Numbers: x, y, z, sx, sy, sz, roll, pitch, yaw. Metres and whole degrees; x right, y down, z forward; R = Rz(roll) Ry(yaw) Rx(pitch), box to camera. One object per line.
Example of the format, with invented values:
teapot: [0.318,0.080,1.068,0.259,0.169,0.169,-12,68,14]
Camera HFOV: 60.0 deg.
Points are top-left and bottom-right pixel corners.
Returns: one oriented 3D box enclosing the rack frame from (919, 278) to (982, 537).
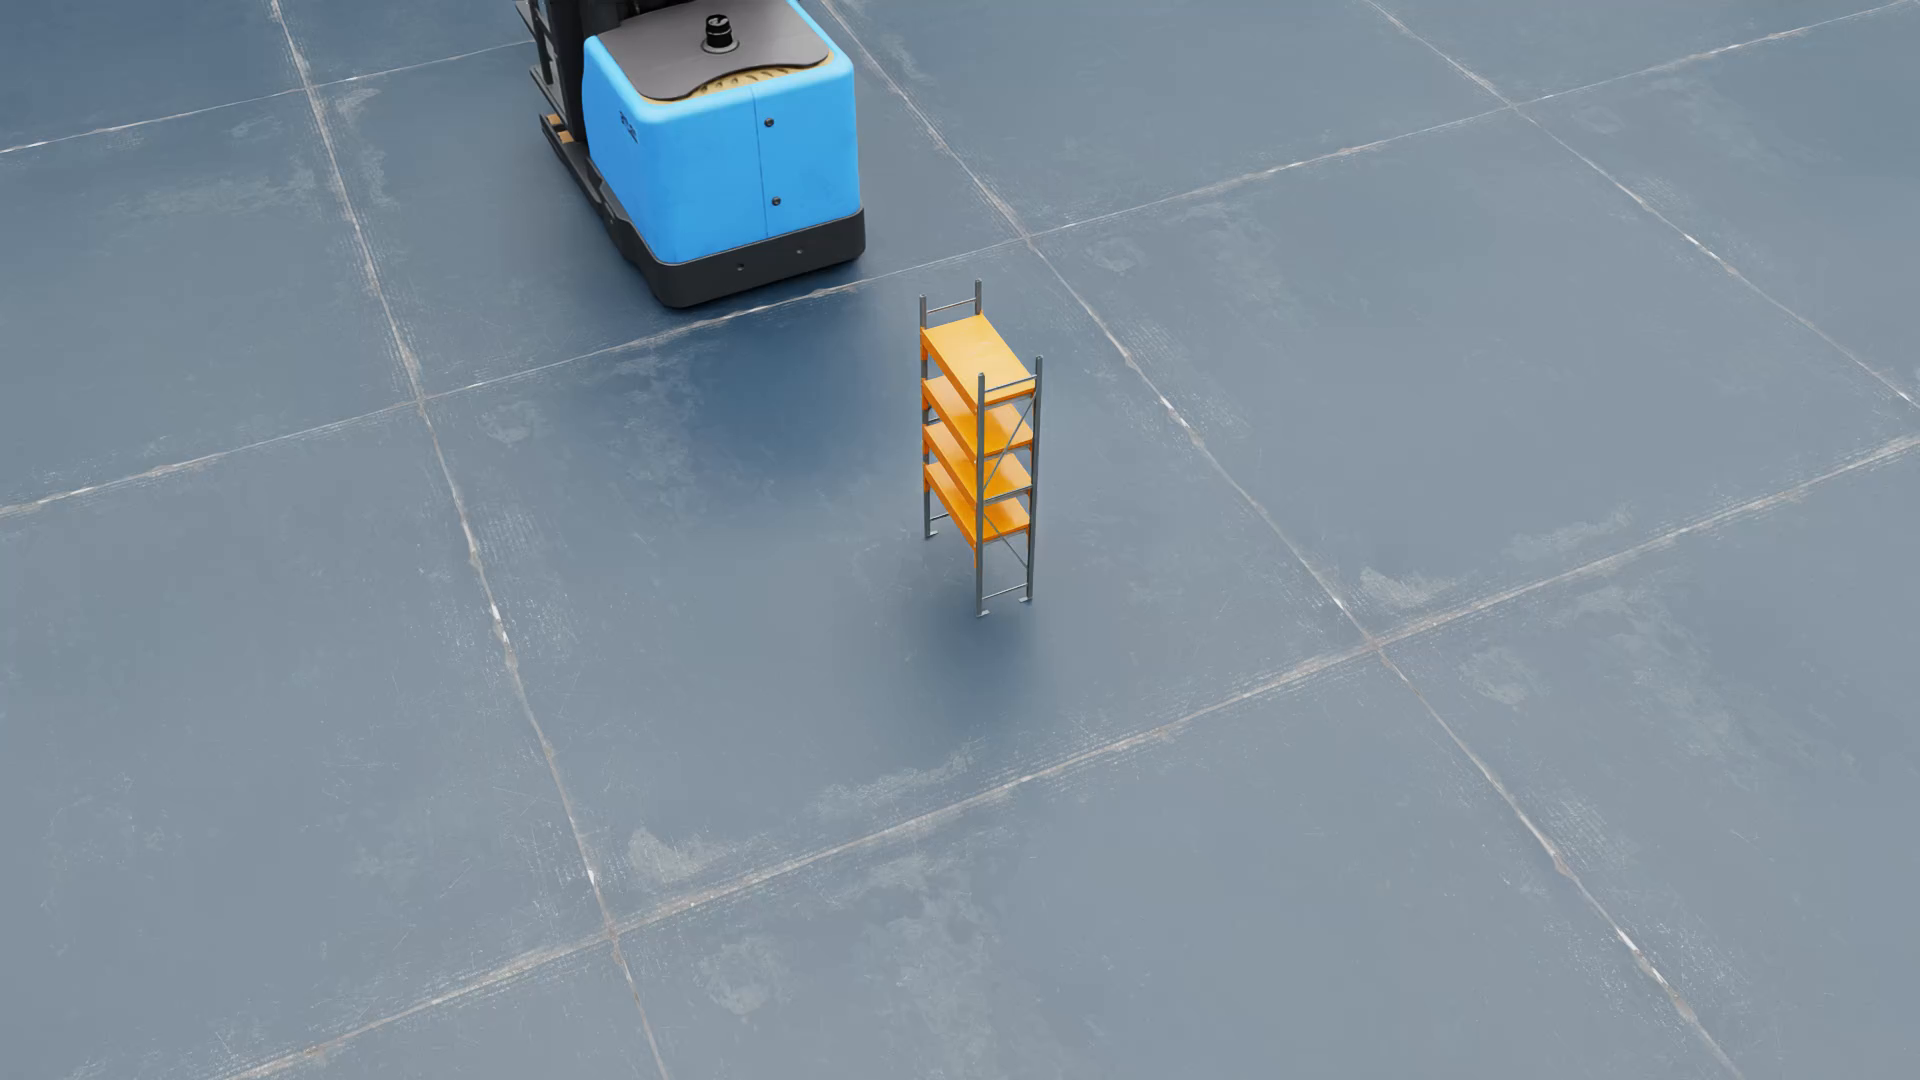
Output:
rack frame: [-0.033,-0.477,6.379,0.240,1.200,0.015,-18,47,-17]

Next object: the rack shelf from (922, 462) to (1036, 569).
rack shelf: [0.070,-0.132,6.408,0.258,0.148,0.480,-18,47,-17]

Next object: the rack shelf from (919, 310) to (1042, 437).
rack shelf: [0.070,-0.601,5.946,0.258,0.148,0.480,-18,47,-17]

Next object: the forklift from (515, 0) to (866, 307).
forklift: [-1.579,-3.163,7.869,1.130,2.935,3.031,-20,48,-19]

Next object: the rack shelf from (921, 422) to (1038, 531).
rack shelf: [0.070,-0.274,6.269,0.258,0.148,0.480,-18,47,-17]

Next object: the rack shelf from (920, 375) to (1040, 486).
rack shelf: [0.070,-0.433,6.112,0.258,0.148,0.480,-18,47,-17]

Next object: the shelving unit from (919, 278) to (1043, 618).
shelving unit: [0.070,-0.322,6.222,0.258,1.200,0.503,-18,47,-17]

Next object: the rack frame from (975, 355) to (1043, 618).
rack frame: [0.172,-0.166,6.064,0.240,1.200,0.015,-18,47,-17]
